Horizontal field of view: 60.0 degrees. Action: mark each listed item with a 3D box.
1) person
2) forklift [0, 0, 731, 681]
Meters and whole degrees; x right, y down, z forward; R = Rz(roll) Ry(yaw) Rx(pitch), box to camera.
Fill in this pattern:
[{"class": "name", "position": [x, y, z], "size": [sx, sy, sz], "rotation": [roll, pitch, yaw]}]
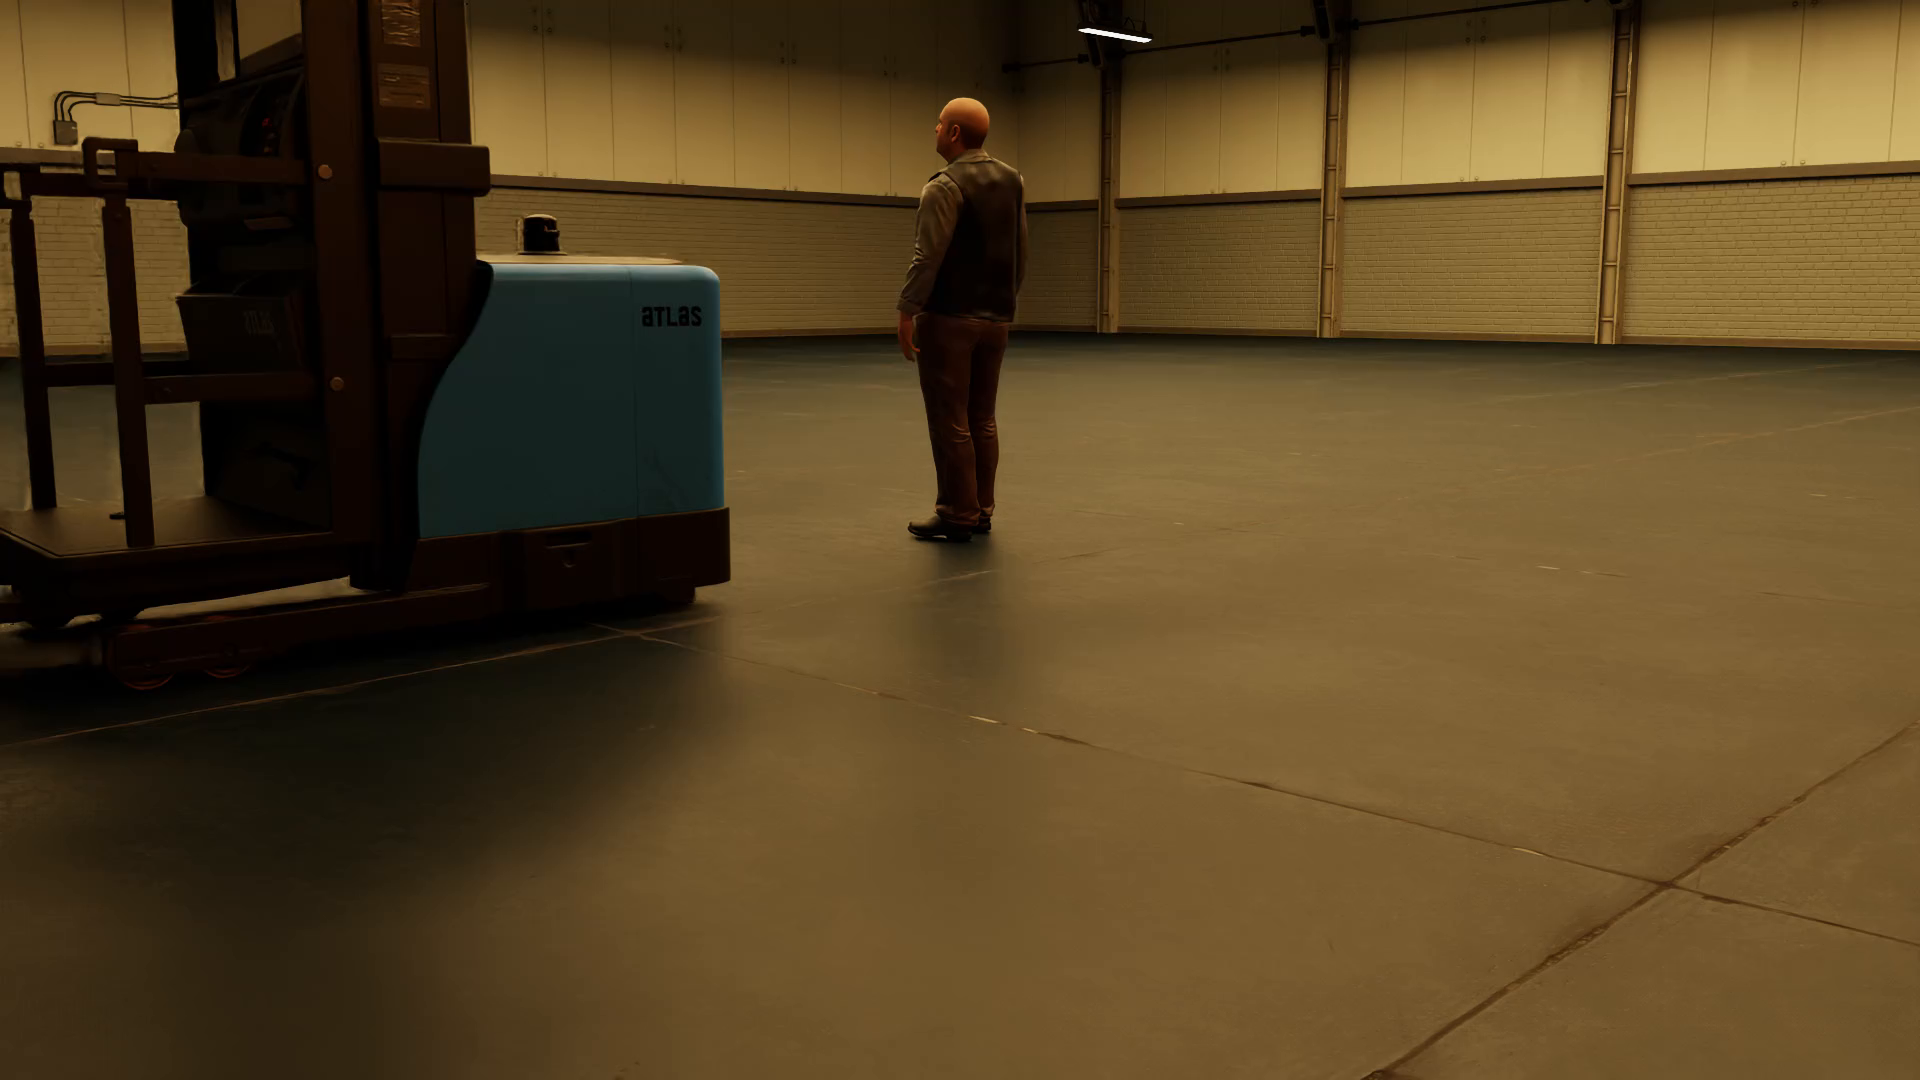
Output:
[{"class": "person", "position": [-0.040, -0.866, 6.636], "size": [0.568, 1.721, 0.633], "rotation": [8, 12, 43]}, {"class": "forklift", "position": [-2.186, -1.158, 4.561], "size": [3.031, 2.935, 1.130], "rotation": [-7, 11, -40]}]
